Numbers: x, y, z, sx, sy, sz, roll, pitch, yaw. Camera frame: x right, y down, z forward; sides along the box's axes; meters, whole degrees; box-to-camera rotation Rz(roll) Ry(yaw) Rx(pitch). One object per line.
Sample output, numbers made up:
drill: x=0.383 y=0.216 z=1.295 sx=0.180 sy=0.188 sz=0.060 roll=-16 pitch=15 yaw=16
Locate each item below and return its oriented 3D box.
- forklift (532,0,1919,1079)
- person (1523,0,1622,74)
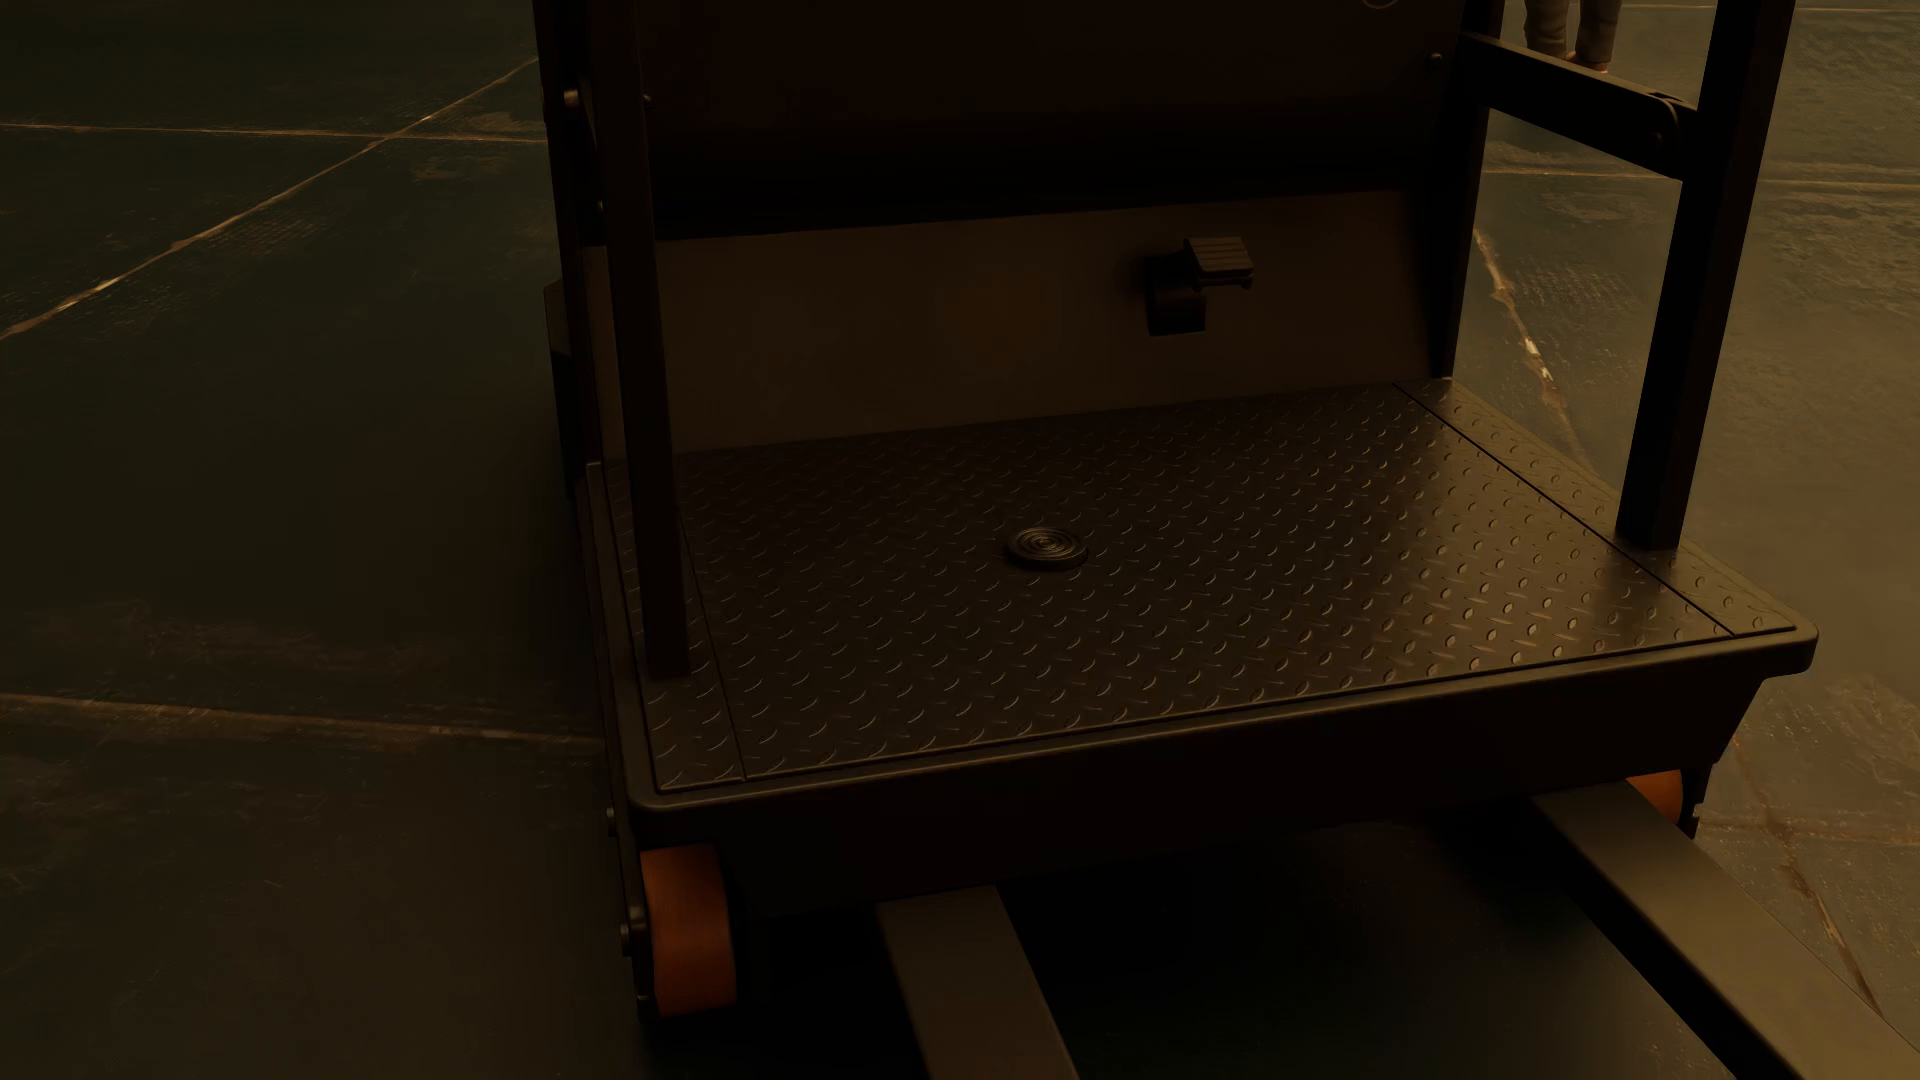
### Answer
forklift: x=0.153 y=-1.049 z=1.319 sx=1.130 sy=2.935 sz=3.031 roll=-7 pitch=27 yaw=-13
person: x=1.920 y=-2.260 z=5.161 sx=0.569 sy=1.656 sz=0.503 roll=-3 pitch=27 yaw=-6
